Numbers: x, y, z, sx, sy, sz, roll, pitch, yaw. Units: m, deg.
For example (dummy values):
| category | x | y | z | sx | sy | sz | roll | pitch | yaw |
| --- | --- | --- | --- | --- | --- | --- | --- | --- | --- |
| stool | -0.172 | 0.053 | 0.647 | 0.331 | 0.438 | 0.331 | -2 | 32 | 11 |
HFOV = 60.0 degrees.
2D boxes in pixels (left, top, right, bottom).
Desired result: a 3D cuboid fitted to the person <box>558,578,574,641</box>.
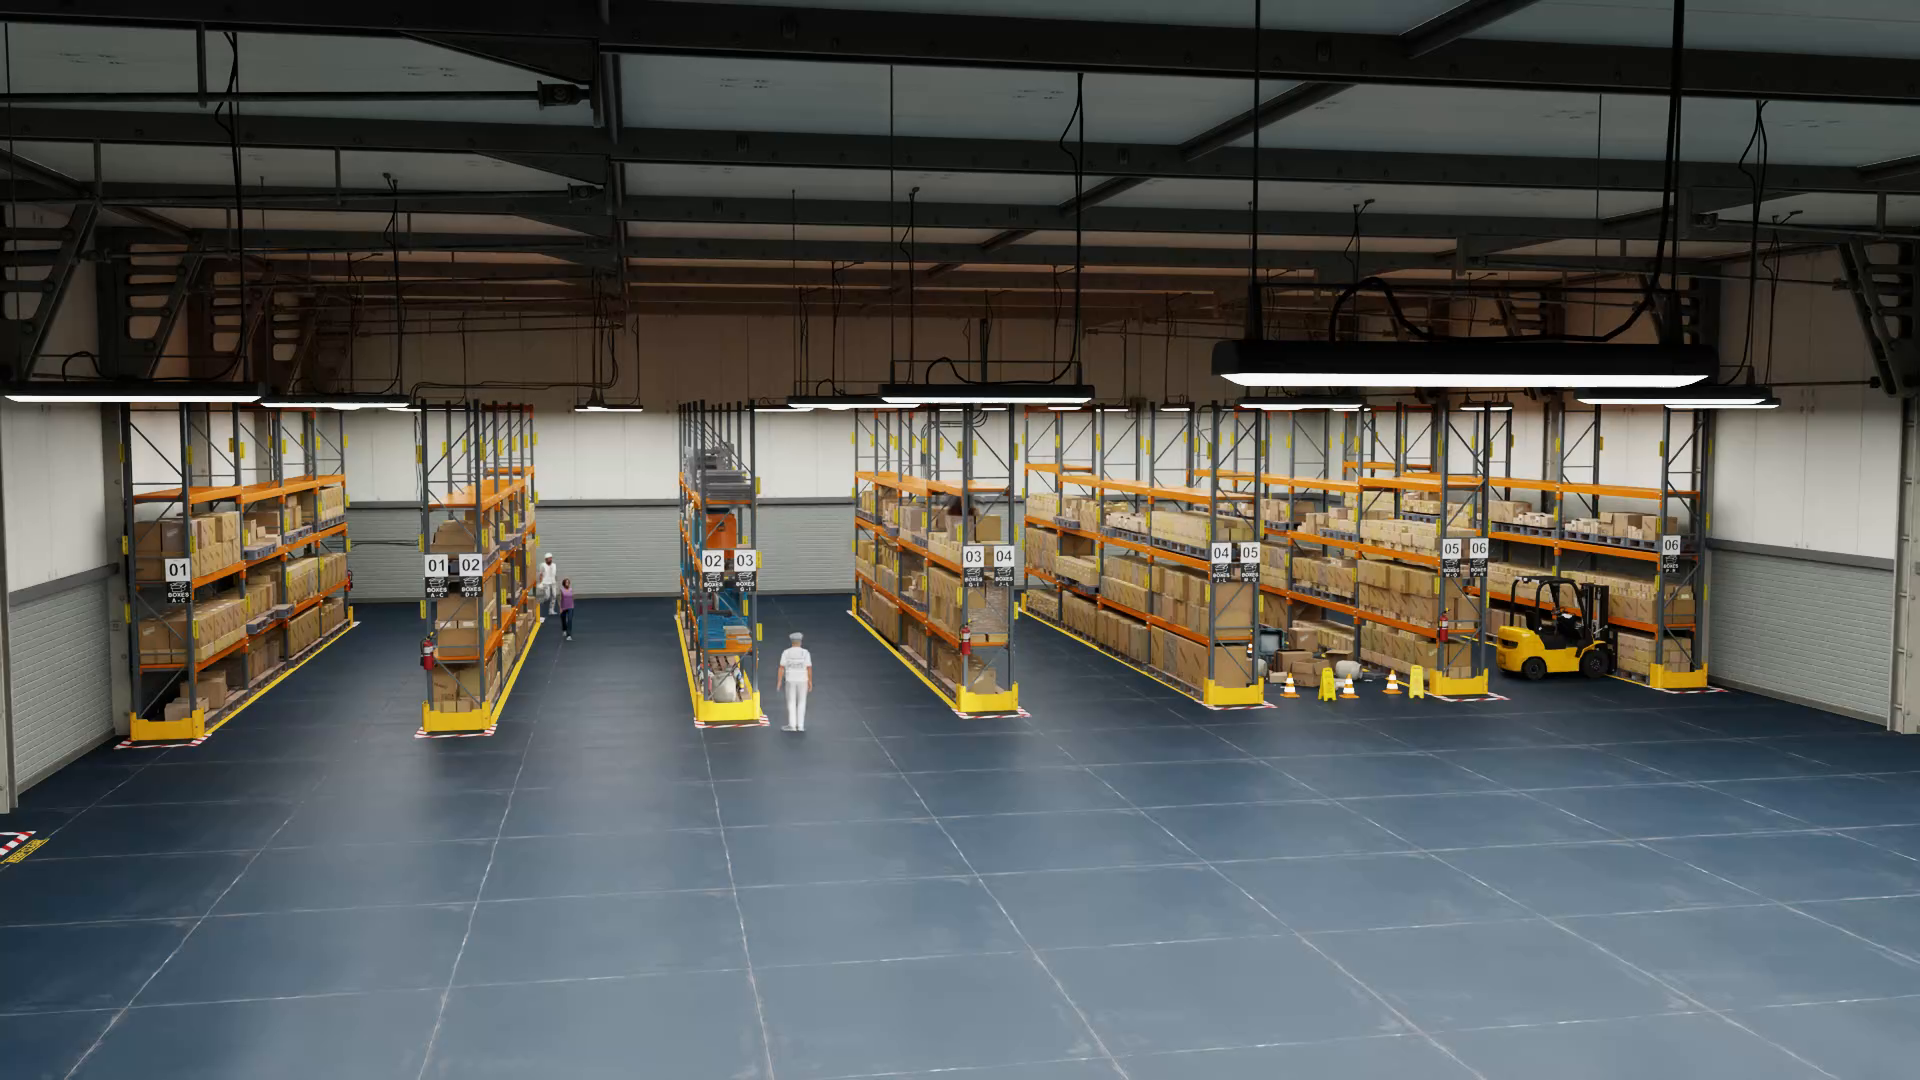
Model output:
| category | x | y | z | sx | sy | sz | roll | pitch | yaw |
| --- | --- | --- | --- | --- | --- | --- | --- | --- | --- |
| person | -10.016 | 1.756 | 42.283 | 0.410 | 1.540 | 0.823 | -1 | 4 | -12 |

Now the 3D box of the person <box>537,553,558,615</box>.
| category | x | y | z | sx | sy | sz | roll | pitch | yaw |
| --- | --- | --- | --- | --- | --- | --- | --- | --- | --- |
| person | -11.746 | 1.252 | 47.369 | 0.638 | 1.764 | 0.602 | 3 | 5 | 33 |

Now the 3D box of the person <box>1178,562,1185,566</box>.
| category | x | y | z | sx | sy | sz | roll | pitch | yaw |
| --- | --- | --- | --- | --- | --- | --- | --- | --- | --- |
| person | 6.946 | 0.987 | 50.991 | 0.807 | 1.755 | 0.612 | -1 | 4 | -12 |

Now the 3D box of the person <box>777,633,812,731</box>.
| category | x | y | z | sx | sy | sz | roll | pitch | yaw |
| --- | --- | --- | --- | --- | --- | --- | --- | --- | --- |
| person | -2.992 | 2.581 | 30.089 | 0.638 | 1.801 | 0.434 | 0 | 4 | -2 |
